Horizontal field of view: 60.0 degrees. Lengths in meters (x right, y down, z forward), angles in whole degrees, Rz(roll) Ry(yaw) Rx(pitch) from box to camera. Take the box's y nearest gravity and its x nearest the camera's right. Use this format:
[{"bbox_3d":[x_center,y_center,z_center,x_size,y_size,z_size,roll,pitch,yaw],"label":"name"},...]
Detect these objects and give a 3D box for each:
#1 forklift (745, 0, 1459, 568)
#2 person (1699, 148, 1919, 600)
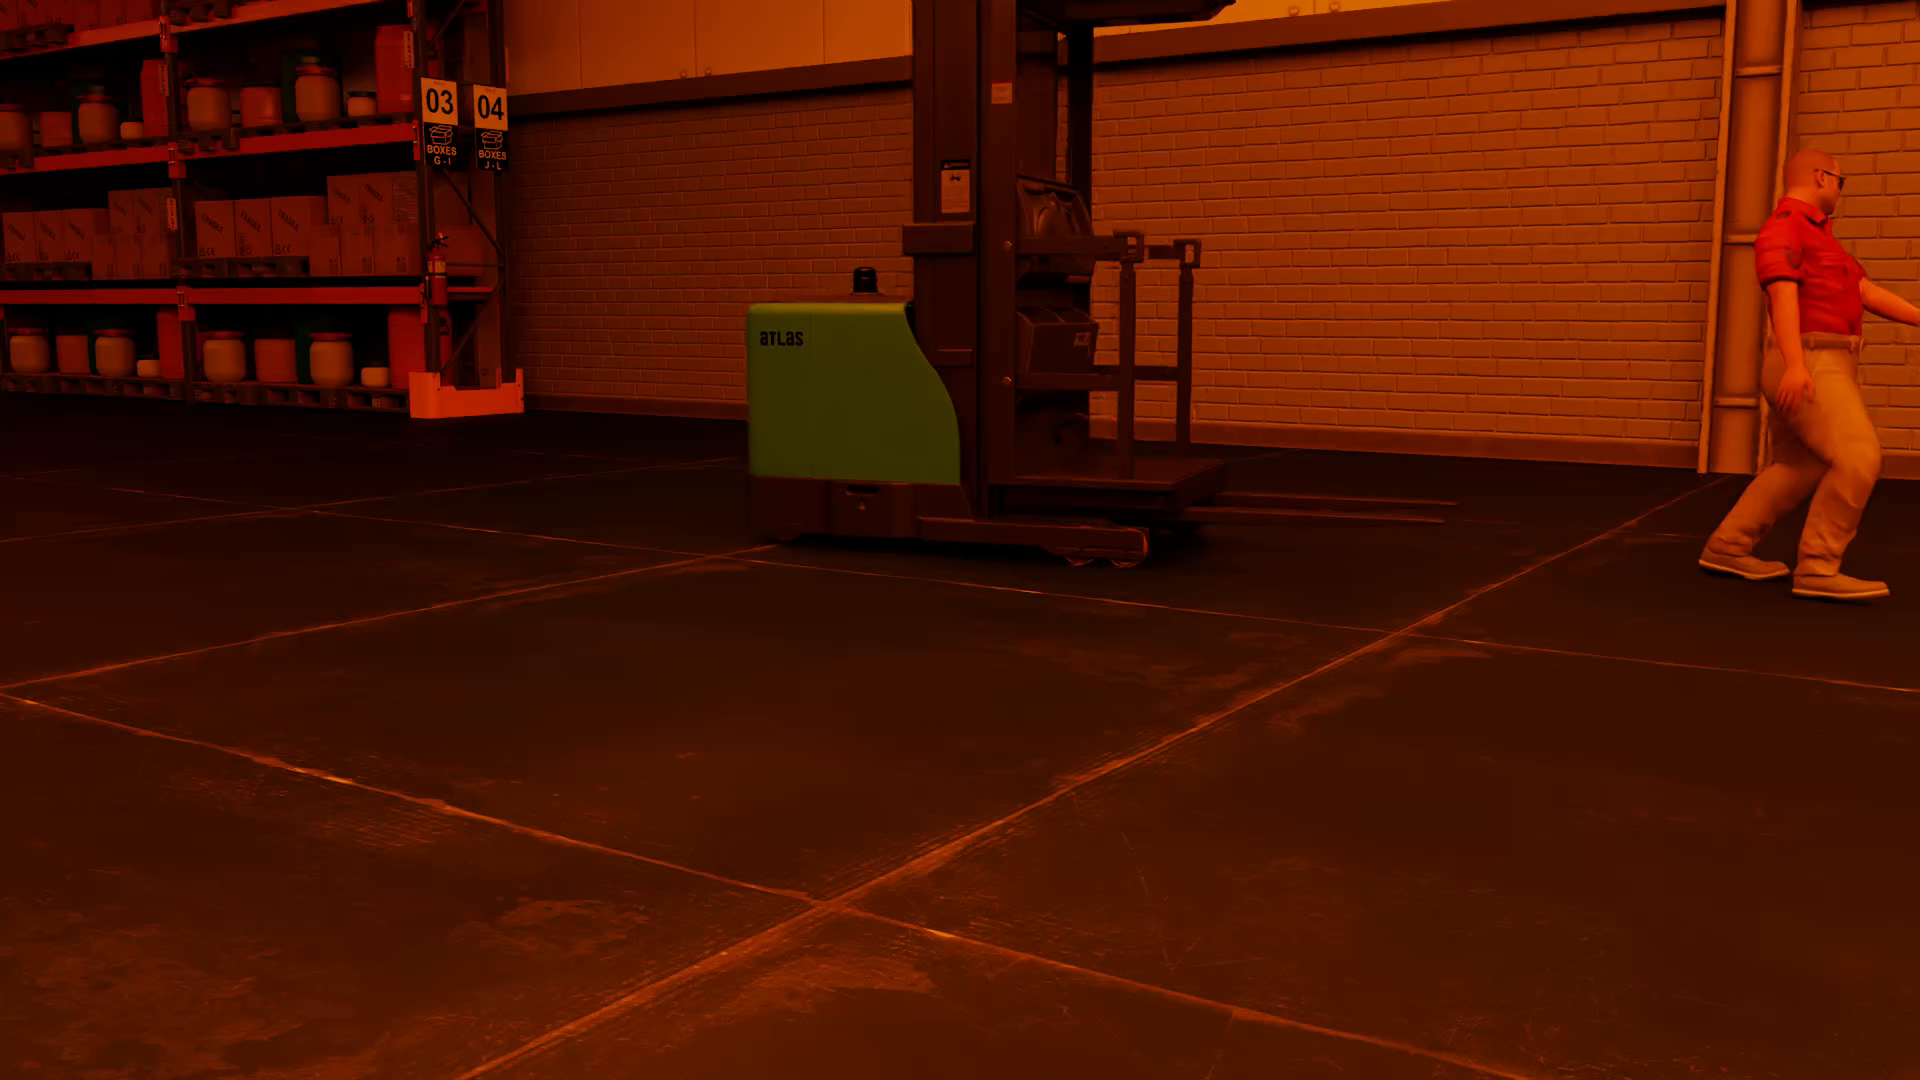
[{"bbox_3d":[0.605,-1.421,7.183,3.031,2.935,1.130,3,9,21],"label":"forklift"},{"bbox_3d":[3.179,-0.620,6.126,0.812,1.639,0.722,5,9,30],"label":"person"}]
